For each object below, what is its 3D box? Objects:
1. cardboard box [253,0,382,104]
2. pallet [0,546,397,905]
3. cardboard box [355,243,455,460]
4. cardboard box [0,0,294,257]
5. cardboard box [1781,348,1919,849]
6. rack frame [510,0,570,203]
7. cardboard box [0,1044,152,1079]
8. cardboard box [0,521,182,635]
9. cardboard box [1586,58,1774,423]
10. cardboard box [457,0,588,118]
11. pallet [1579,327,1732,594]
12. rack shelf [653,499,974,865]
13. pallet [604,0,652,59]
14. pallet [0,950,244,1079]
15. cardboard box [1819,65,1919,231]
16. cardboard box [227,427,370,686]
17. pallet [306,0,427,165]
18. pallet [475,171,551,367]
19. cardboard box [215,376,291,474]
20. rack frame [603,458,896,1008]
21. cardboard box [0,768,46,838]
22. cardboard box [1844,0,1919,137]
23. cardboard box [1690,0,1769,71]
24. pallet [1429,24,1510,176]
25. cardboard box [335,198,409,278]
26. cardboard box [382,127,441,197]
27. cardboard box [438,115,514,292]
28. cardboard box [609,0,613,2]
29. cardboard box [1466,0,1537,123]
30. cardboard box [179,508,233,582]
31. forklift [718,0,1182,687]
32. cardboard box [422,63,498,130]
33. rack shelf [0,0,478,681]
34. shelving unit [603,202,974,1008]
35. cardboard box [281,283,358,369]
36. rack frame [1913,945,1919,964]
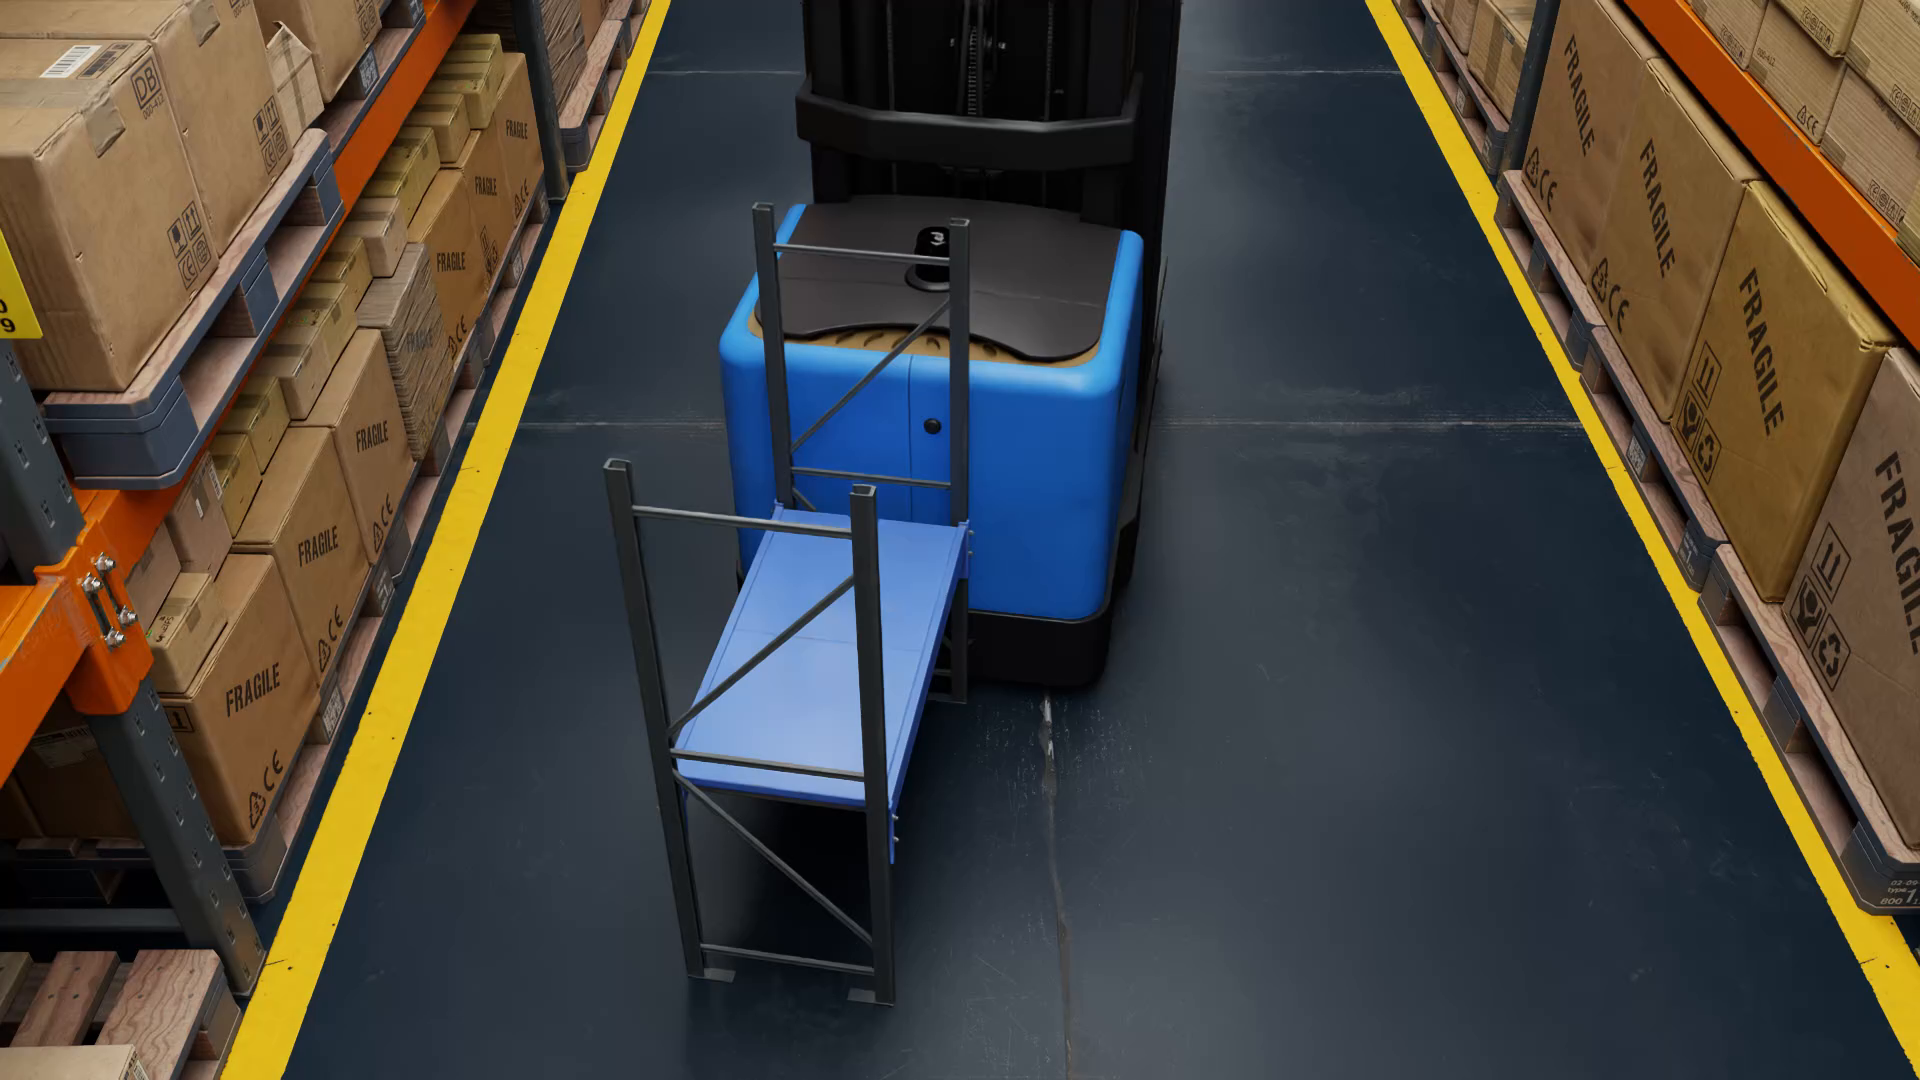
[{"bbox_3d":[-1.944,-1.452,4.247,0.700,0.500,0.500,0,39,0],"label":"cardboard box"},{"bbox_3d":[-2.204,0.448,4.522,1.003,0.211,1.213,0,39,0],"label":"pallet"},{"bbox_3d":[-1.942,-0.592,5.253,0.500,0.500,0.500,-1,39,-2],"label":"cardboard box"},{"bbox_3d":[-1.943,-0.961,3.634,0.700,0.500,0.500,0,39,0],"label":"cardboard box"},{"bbox_3d":[2.718,0.140,4.039,0.875,0.875,0.875,1,39,1],"label":"cardboard box"},{"bbox_3d":[-2.170,-2.633,6.137,1.000,3.000,0.127,0,39,0],"label":"rack frame"},{"bbox_3d":[-1.871,1.165,3.341,0.380,0.149,0.250,-1,39,-1],"label":"cardboard box"},{"bbox_3d":[-1.960,0.087,3.650,0.380,0.149,0.250,-1,39,-1],"label":"cardboard box"},{"bbox_3d":[2.708,-0.984,5.442,0.875,0.875,0.875,0,39,1],"label":"cardboard box"},{"bbox_3d":[-2.157,-2.260,7.235,0.875,0.625,0.625,1,39,1],"label":"cardboard box"},{"bbox_3d":[2.718,-0.296,5.451,1.003,0.211,1.213,0,39,0],"label":"pallet"},{"bbox_3d":[-0.312,0.299,3.966,0.538,0.185,1.000,6,39,8],"label":"rack shelf"},{"bbox_3d":[-2.130,-2.820,8.601,1.003,0.211,1.213,0,39,0],"label":"pallet"},{"bbox_3d":[-2.166,1.386,3.351,1.003,0.211,1.213,0,39,0],"label":"pallet"},{"bbox_3d":[2.565,-0.993,4.210,0.500,0.250,0.500,-1,39,-1],"label":"cardboard box"},{"bbox_3d":[-1.951,0.045,4.459,0.500,0.500,0.500,-1,39,-1],"label":"cardboard box"},{"bbox_3d":[-2.163,-1.342,4.679,1.003,0.211,1.213,0,39,0],"label":"pallet"},{"bbox_3d":[-2.207,-1.078,6.426,1.003,0.211,1.213,0,39,0],"label":"pallet"},{"bbox_3d":[-2.003,-0.302,4.373,0.380,0.149,0.250,-1,39,-1],"label":"cardboard box"},{"bbox_3d":[-0.399,0.472,3.462,0.500,1.500,0.032,6,39,8],"label":"rack frame"},{"bbox_3d":[-2.462,0.373,4.048,0.500,0.500,0.500,0,39,0],"label":"cardboard box"},{"bbox_3d":[2.540,-1.186,4.051,0.500,0.250,0.500,1,39,1],"label":"cardboard box"},{"bbox_3d":[2.556,-1.625,4.999,0.500,0.250,0.500,1,39,1],"label":"cardboard box"},{"bbox_3d":[2.794,-2.039,7.626,1.003,0.211,1.213,0,39,0],"label":"pallet"},{"bbox_3d":[-1.943,-0.936,5.164,0.380,0.149,0.250,-2,39,-2],"label":"cardboard box"},{"bbox_3d":[-1.974,-1.265,5.574,0.380,0.149,0.250,1,39,1],"label":"cardboard box"},{"bbox_3d":[-1.964,-1.244,6.067,0.500,0.500,0.500,-1,39,-1],"label":"cardboard box"},{"bbox_3d":[-2.167,-3.090,8.270,0.875,0.625,0.625,-2,39,-2],"label":"cardboard box"},{"bbox_3d":[2.803,-2.130,7.275,0.950,0.372,0.625,-2,39,-3],"label":"cardboard box"},{"bbox_3d":[-1.977,0.029,3.959,0.380,0.149,0.250,-1,39,-1],"label":"cardboard box"},{"bbox_3d":[0.129,-1.656,4.972,1.130,2.935,3.031,6,39,8],"label":"forklift"},{"bbox_3d":[-1.885,-1.595,5.986,0.380,0.149,0.250,-2,39,-2],"label":"cardboard box"},{"bbox_3d":[-2.168,-1.101,4.801,1.077,0.370,4.000,0,39,0],"label":"rack shelf"},{"bbox_3d":[-0.312,0.158,3.853,0.538,1.500,1.048,6,39,8],"label":"shelving unit"},{"bbox_3d":[-1.964,-0.614,4.762,0.380,0.149,0.250,1,39,2],"label":"cardboard box"},{"bbox_3d":[2.798,-0.137,3.023,1.000,3.000,0.127,0,39,0],"label":"rack frame"}]
